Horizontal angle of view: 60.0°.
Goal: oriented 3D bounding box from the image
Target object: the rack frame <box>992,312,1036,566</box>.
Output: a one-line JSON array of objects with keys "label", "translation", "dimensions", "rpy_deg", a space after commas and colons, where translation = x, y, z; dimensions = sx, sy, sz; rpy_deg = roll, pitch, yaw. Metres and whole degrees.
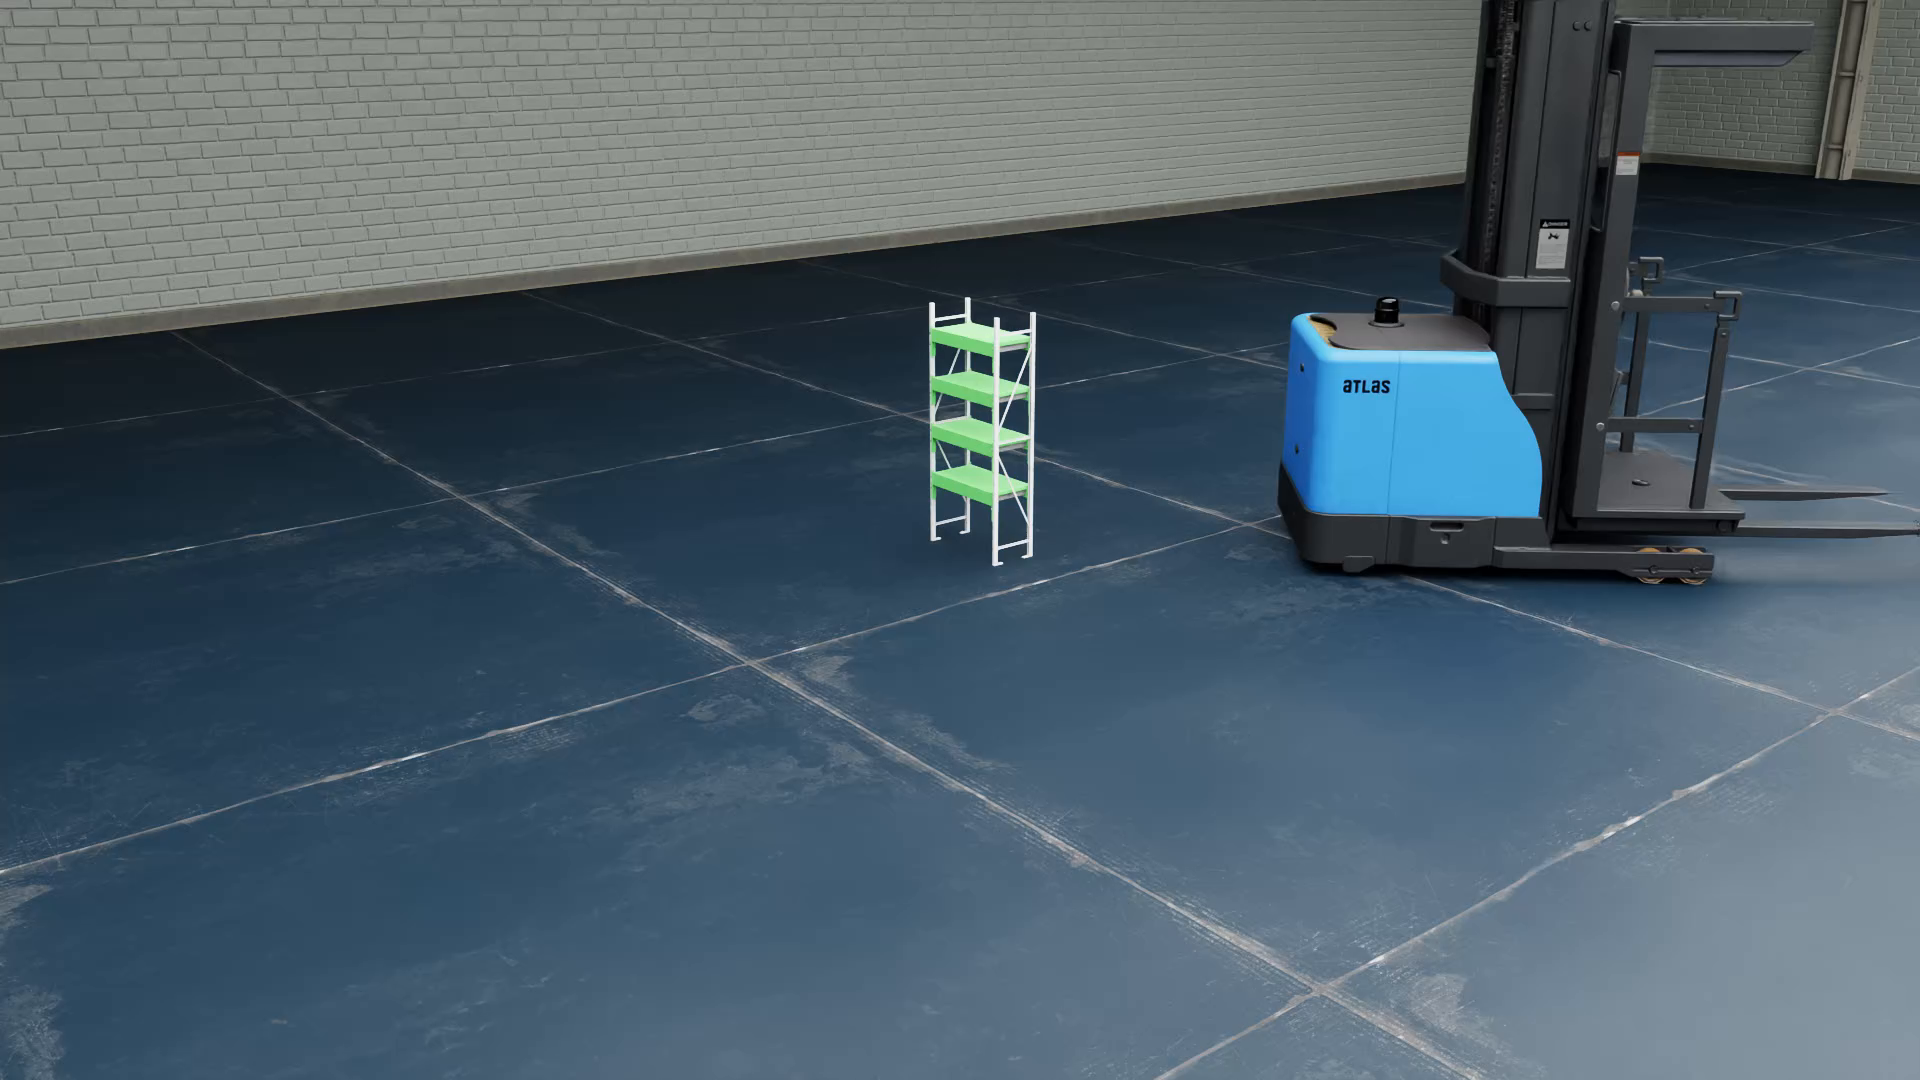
[{"label": "rack frame", "translation": [0.254, -0.469, 7.869], "dimensions": [0.240, 1.200, 0.015], "rpy_deg": [-14, 23, -36]}]

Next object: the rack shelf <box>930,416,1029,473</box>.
[{"label": "rack shelf", "translation": [0.103, -0.468, 8.071], "dimensions": [0.258, 0.148, 0.480], "rpy_deg": [-14, 23, -36]}]

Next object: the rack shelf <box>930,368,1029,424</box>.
[{"label": "rack shelf", "translation": [0.103, -0.696, 7.995], "dimensions": [0.258, 0.148, 0.480], "rpy_deg": [-14, 23, -36]}]

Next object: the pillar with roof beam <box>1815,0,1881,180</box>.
[{"label": "pillar with roof beam", "translation": [9.423, -8.733, 20.420], "dimensions": [9.100, 9.000, 0.400], "rpy_deg": [-14, 23, -36]}]

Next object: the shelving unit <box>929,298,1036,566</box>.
[{"label": "shelving unit", "translation": [0.103, -0.529, 8.051], "dimensions": [0.258, 1.200, 0.503], "rpy_deg": [-14, 23, -36]}]

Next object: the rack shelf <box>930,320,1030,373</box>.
[{"label": "rack shelf", "translation": [0.103, -0.924, 7.920], "dimensions": [0.258, 0.148, 0.480], "rpy_deg": [-14, 23, -36]}]

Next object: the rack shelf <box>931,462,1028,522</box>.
[{"label": "rack shelf", "translation": [0.103, -0.240, 8.146], "dimensions": [0.258, 0.148, 0.480], "rpy_deg": [-14, 23, -36]}]

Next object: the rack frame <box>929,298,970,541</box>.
[{"label": "rack frame", "translation": [-0.049, -0.589, 8.232], "dimensions": [0.240, 1.200, 0.015], "rpy_deg": [-14, 23, -36]}]

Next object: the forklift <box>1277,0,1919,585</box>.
[{"label": "forklift", "translation": [3.153, -1.355, 7.793], "dimensions": [3.031, 2.935, 1.130], "rpy_deg": [1, 18, 3]}]
